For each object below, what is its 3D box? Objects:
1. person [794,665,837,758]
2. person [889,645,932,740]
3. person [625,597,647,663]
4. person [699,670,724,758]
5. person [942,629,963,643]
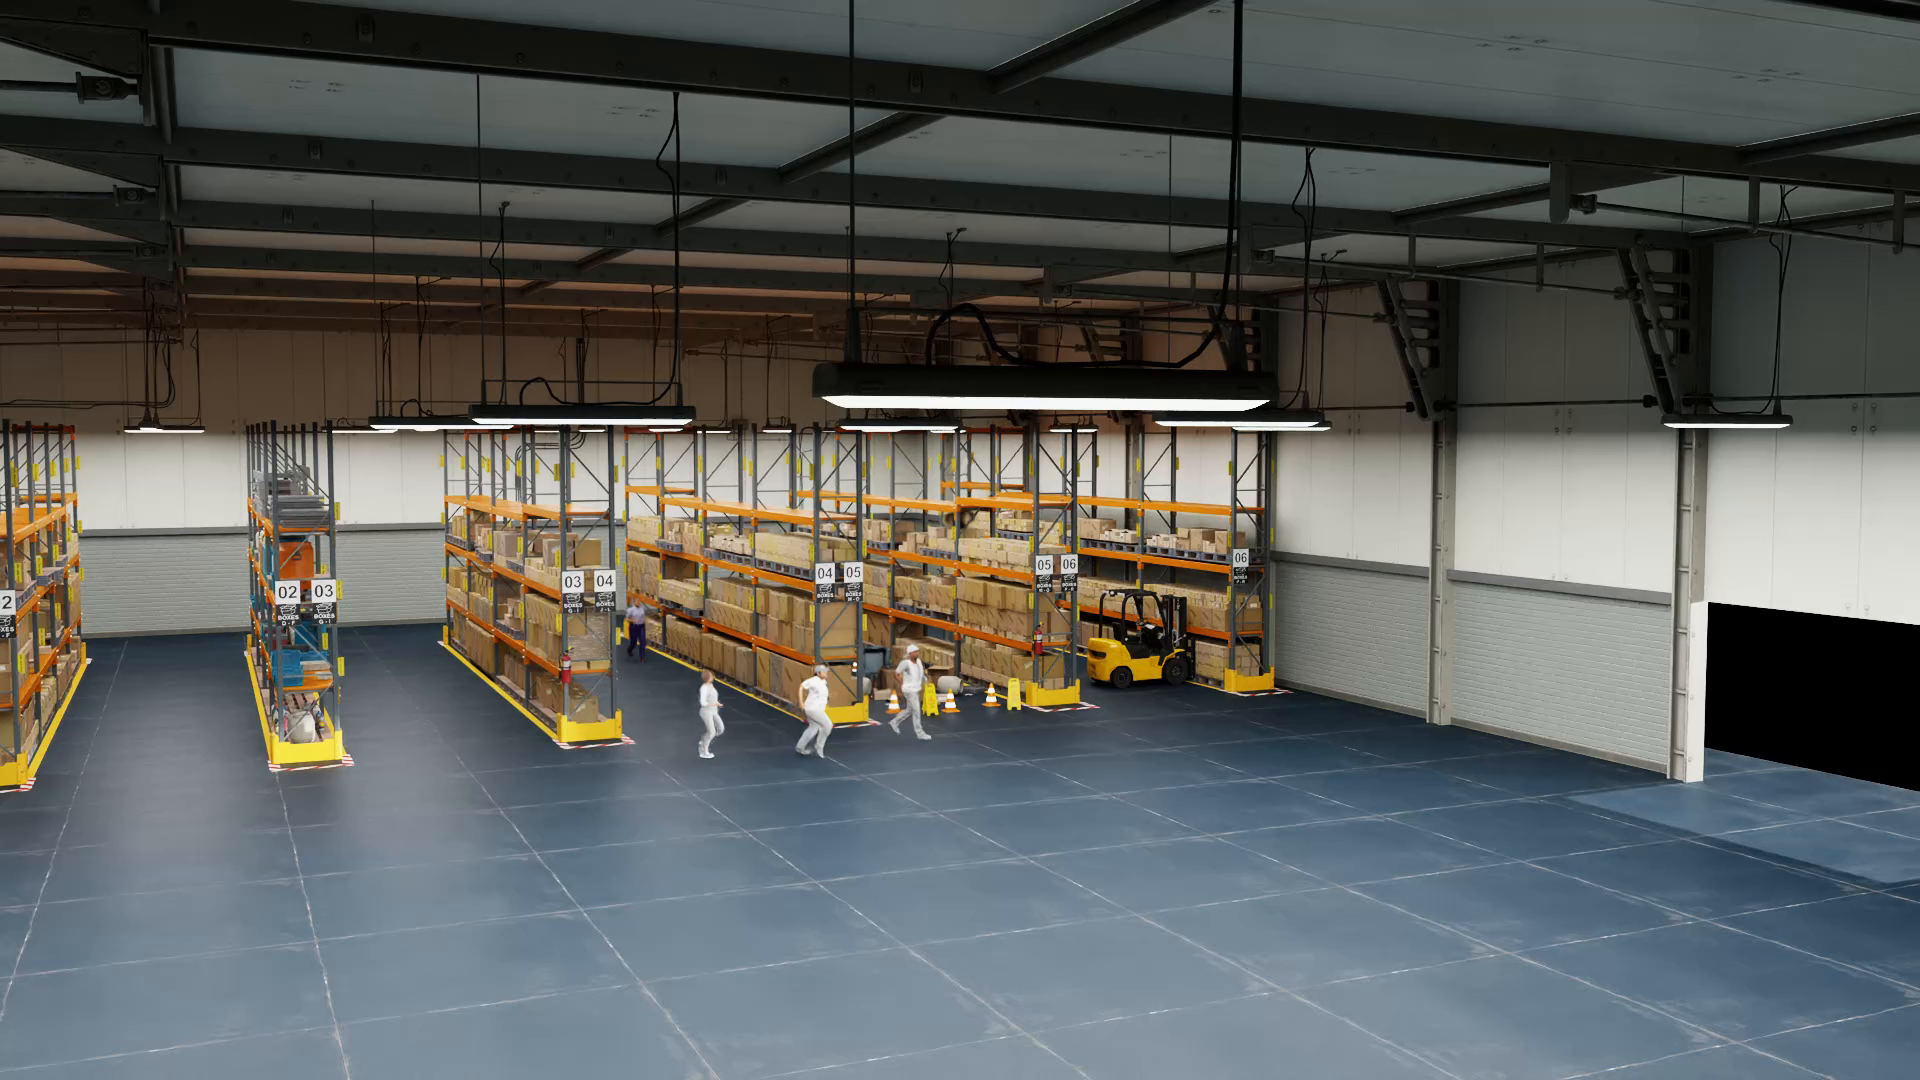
[{"bbox_3d":[-2.580,3.047,29.605,0.796,1.662,0.630,1,4,15],"label":"person"},{"bbox_3d":[-0.930,2.840,31.301,0.952,1.768,0.676,2,4,28],"label":"person"},{"bbox_3d":[-8.193,2.268,42.183,0.608,1.638,0.892,-2,4,-32],"label":"person"},{"bbox_3d":[-4.403,3.091,29.526,0.532,1.553,0.525,1,4,14],"label":"person"},{"bbox_3d":[-0.217,2.122,44.772,0.540,1.660,1.072,-2,4,-24],"label":"person"}]
